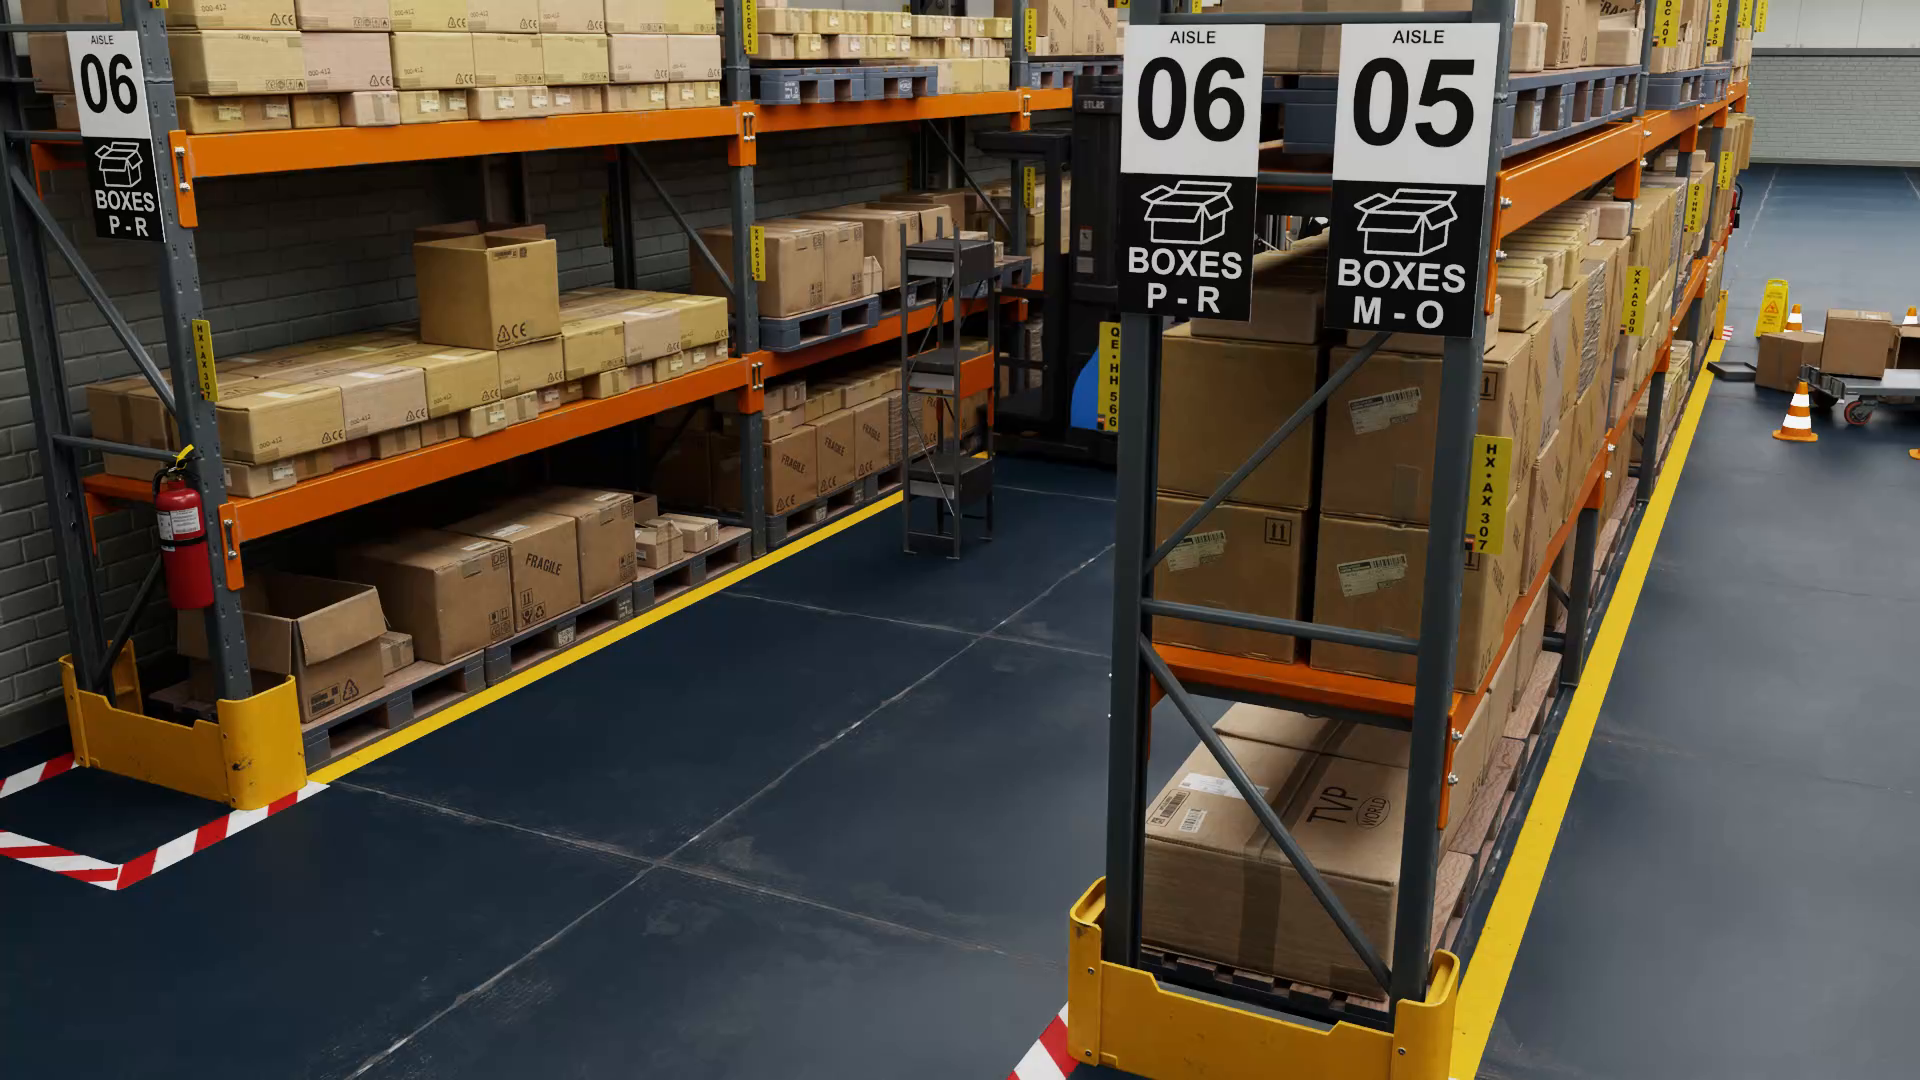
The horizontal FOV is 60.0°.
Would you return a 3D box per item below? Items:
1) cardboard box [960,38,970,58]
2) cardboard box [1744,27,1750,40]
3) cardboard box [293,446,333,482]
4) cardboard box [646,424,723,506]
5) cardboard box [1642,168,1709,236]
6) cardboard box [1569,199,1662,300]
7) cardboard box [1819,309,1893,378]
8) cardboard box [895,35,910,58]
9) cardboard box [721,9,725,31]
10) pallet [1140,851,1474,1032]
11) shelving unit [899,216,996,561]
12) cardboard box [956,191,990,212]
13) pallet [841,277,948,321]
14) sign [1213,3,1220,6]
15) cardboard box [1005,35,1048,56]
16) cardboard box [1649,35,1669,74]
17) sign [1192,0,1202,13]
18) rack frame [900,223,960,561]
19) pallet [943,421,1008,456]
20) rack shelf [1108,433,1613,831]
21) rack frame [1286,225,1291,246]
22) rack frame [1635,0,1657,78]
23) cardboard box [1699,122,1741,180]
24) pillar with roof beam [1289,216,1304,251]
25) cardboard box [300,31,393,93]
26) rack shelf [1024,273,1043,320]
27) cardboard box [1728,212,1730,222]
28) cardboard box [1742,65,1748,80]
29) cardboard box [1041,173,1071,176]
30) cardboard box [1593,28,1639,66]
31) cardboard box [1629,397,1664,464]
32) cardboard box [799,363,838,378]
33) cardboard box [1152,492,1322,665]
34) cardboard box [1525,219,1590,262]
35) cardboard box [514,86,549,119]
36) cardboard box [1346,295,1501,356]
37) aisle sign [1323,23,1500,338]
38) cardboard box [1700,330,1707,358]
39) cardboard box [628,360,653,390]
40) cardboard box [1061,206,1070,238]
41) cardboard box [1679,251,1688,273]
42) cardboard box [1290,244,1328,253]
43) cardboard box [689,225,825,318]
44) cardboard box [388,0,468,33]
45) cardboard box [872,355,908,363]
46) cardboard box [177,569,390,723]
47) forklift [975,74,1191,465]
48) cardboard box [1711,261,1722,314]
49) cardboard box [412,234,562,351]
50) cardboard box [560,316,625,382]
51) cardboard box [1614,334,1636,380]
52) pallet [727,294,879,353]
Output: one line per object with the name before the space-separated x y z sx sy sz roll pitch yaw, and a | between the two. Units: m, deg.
cardboard box | -0.147 -3.717 12.567 0.380 0.149 0.250 9 19 27
cardboard box | 7.544 -4.997 16.351 0.380 0.149 0.250 9 19 27
cardboard box | -3.041 -0.370 7.442 0.380 0.149 0.250 9 19 27
cardboard box | -1.763 -0.555 11.278 0.500 0.500 0.500 8 18 25
cardboard box | 5.842 -2.784 13.695 0.500 0.500 0.500 9 19 27
cardboard box | 3.607 -1.622 9.286 0.500 0.500 0.500 8 18 24
cardboard box | 7.905 -1.743 14.683 0.500 0.500 0.500 8 18 25
cardboard box | -0.565 -3.377 11.384 0.380 0.149 0.250 9 19 27
cardboard box | -1.593 -3.258 10.464 0.380 0.149 0.250 8 18 26
pallet | 1.224 1.383 5.997 1.003 0.211 1.213 8 18 25
shelving unit | -0.074 -0.964 10.583 0.431 2.100 0.503 8 18 25
cardboard box | 0.034 -2.876 14.124 0.380 0.149 0.250 9 19 27
pallet | -0.795 -1.820 12.222 1.003 0.211 1.213 8 18 25
sign | 3.150 -6.413 20.405 0.100 0.325 0.005 8 18 25
cardboard box | 0.497 -4.034 13.566 0.380 0.166 0.250 8 18 25
cardboard box | 3.261 -2.417 8.123 0.396 0.266 0.258 8 18 25
sign | 2.347 -5.197 16.525 0.100 0.325 0.005 8 18 25
rack frame | -0.183 -0.902 10.374 0.400 2.100 0.015 8 18 25
pallet | -0.298 -0.886 13.638 1.003 0.211 1.213 8 18 25
rack shelf | 1.831 0.095 6.699 1.077 0.370 4.000 8 18 25
rack frame | 3.644 -4.446 20.725 1.000 3.000 0.127 8 18 25
rack frame | 2.724 -3.635 7.457 1.000 3.000 0.127 8 18 25
cardboard box | 6.938 -3.678 15.686 0.700 0.500 0.500 8 18 26
pillar with roof beam | 9.059 -8.240 22.962 9.100 9.000 0.400 8 18 25
cardboard box | -2.854 -2.090 7.264 0.500 0.250 0.500 8 19 26
rack shelf | 0.963 -2.573 15.682 1.077 0.370 4.000 8 18 25
cardboard box | 8.097 -3.494 17.961 0.380 0.149 0.250 8 18 25
cardboard box | 8.095 -4.939 17.558 0.380 0.149 0.250 8 18 26
cardboard box | 0.999 -3.471 16.127 0.380 0.149 0.250 8 18 25
cardboard box | 2.607 -2.055 6.934 0.380 0.149 0.250 9 19 27
cardboard box | 4.773 -0.862 12.536 0.950 0.372 0.625 7 18 22
cardboard box | -1.131 -1.230 12.409 0.380 0.149 0.250 7 18 23
cardboard box | 0.916 0.055 5.394 0.500 0.500 0.500 8 18 26
cardboard box | 2.360 -1.227 6.818 0.380 0.149 0.250 8 18 25
cardboard box | -2.276 -2.182 8.275 0.380 0.149 0.250 9 19 26
cardboard box | 1.343 -0.633 4.818 0.380 0.149 0.250 9 19 27
aisle sign | 1.164 -0.931 4.325 0.394 0.787 0.004 8 18 25
cardboard box | 7.033 -1.933 16.357 0.500 0.250 0.500 9 19 28
cardboard box | -1.967 -0.954 9.409 0.380 0.149 0.250 9 19 27
cardboard box | 0.711 -2.785 14.520 0.500 0.250 0.500 9 19 27
cardboard box | 5.285 -2.117 12.587 0.380 0.149 0.250 8 18 26
cardboard box | 1.380 -0.956 5.903 0.380 0.149 0.250 8 18 25
cardboard box | -1.302 -1.733 10.679 0.700 0.500 0.500 9 19 27
cardboard box | -2.626 -2.457 7.622 0.500 0.250 0.500 8 18 25
cardboard box | -0.445 -1.304 12.661 0.380 0.149 0.250 8 18 25
cardboard box | -3.147 0.481 7.784 0.797 0.503 0.637 7 18 23
forklift | 0.785 -2.185 13.234 3.031 2.935 1.130 11 20 34
cardboard box | 7.732 -2.688 17.579 0.500 0.500 0.500 9 19 27
cardboard box | -2.391 -1.264 8.436 0.500 0.500 0.500 9 19 27
cardboard box | -2.172 -1.045 9.014 0.500 0.250 0.500 8 18 25
cardboard box | 3.173 -1.003 8.518 0.500 0.250 0.500 8 18 24
pallet | -1.263 -1.487 11.100 1.003 0.211 1.213 8 18 25
